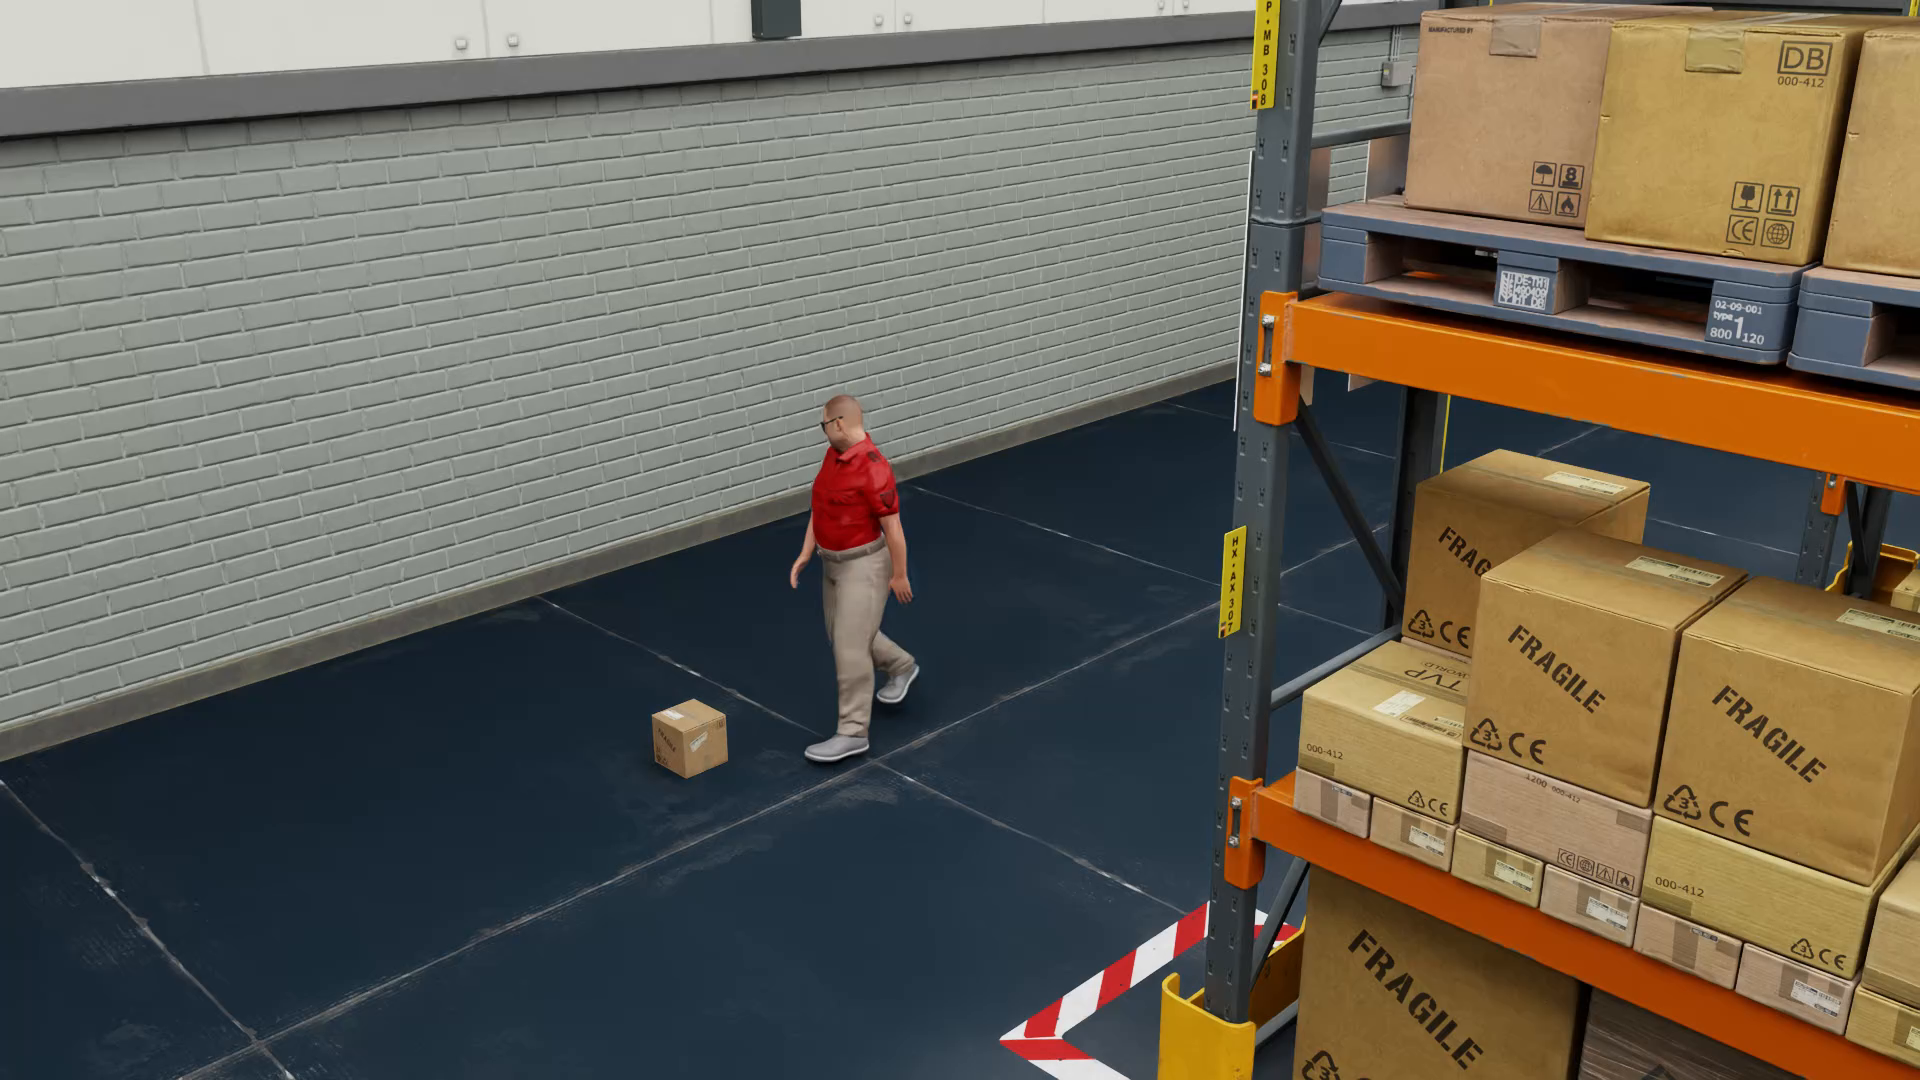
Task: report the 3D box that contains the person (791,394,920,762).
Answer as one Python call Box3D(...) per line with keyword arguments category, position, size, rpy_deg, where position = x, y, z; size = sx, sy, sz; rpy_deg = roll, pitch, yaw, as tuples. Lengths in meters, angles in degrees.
Box3D(category="person", position=(-0.487, 0.134, 7.995), size=(0.816, 1.681, 0.592), rpy_deg=(-11, 23, -27))
